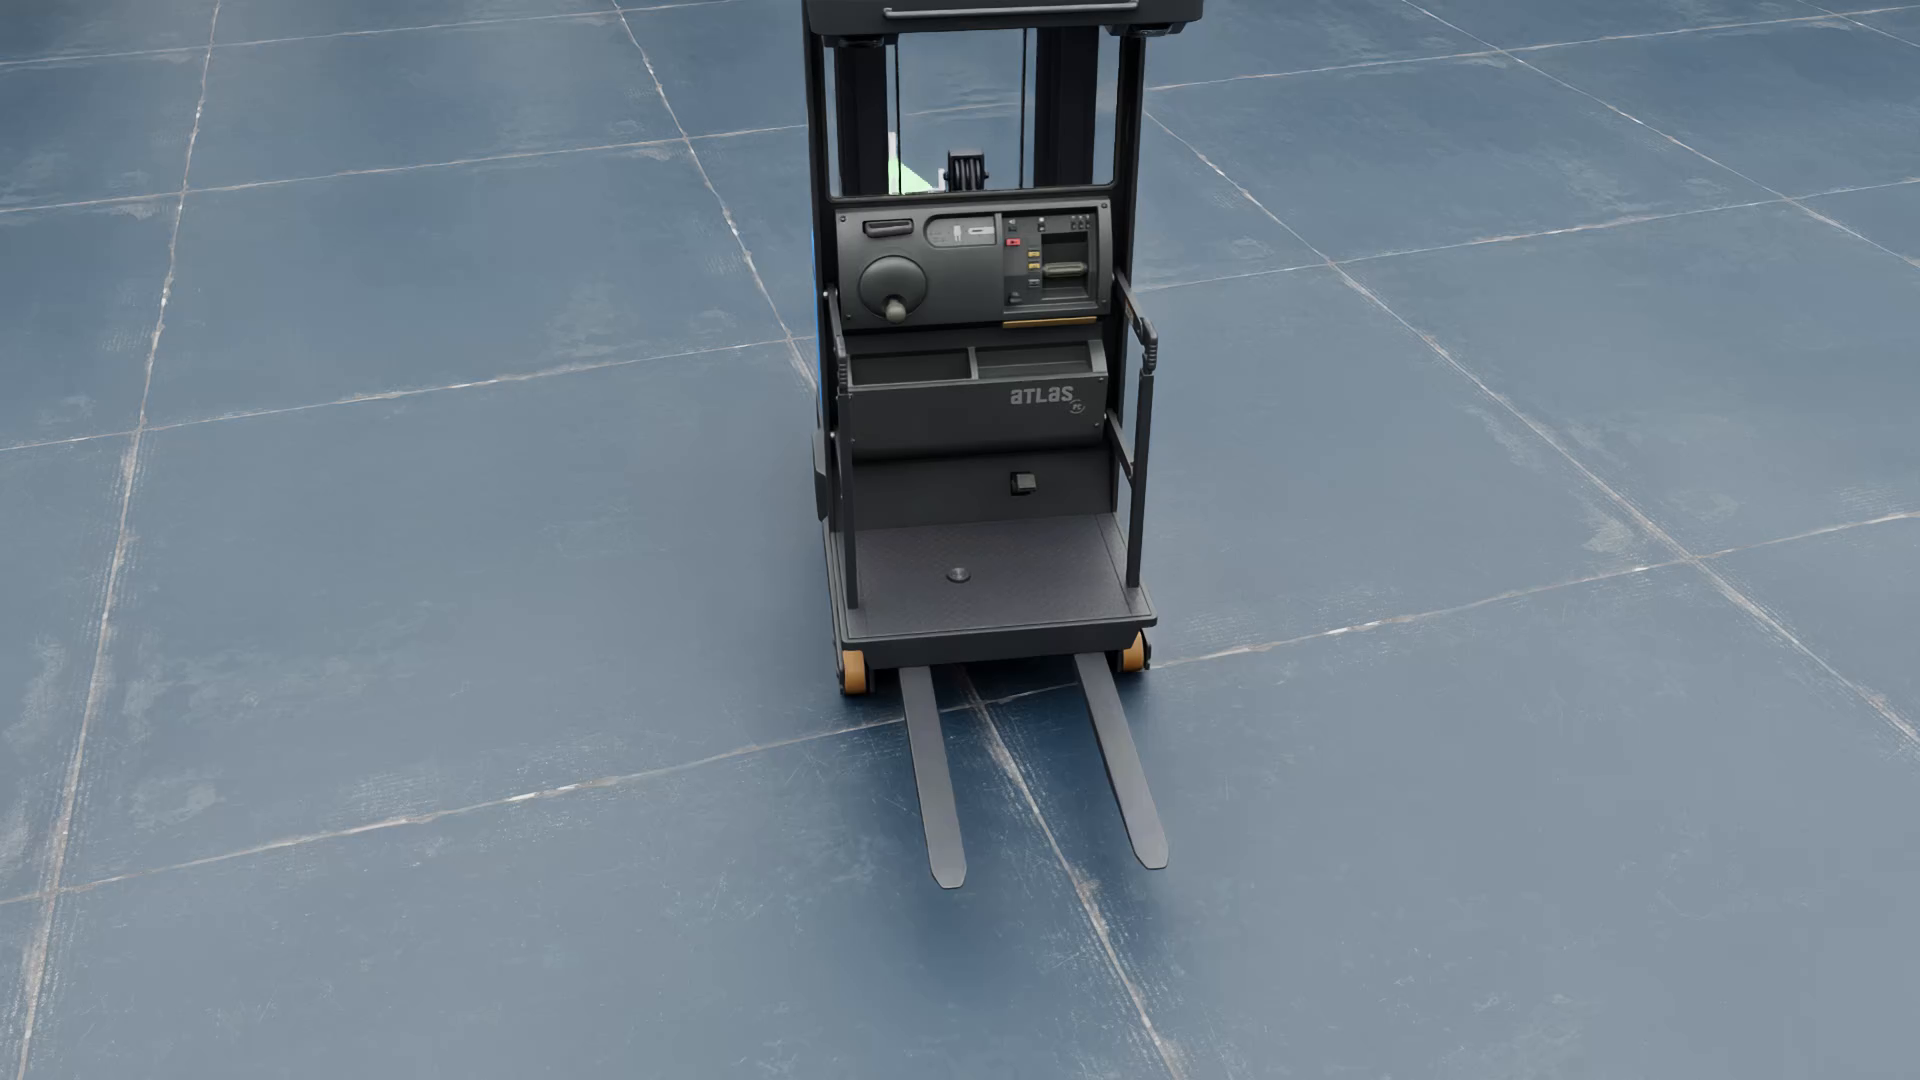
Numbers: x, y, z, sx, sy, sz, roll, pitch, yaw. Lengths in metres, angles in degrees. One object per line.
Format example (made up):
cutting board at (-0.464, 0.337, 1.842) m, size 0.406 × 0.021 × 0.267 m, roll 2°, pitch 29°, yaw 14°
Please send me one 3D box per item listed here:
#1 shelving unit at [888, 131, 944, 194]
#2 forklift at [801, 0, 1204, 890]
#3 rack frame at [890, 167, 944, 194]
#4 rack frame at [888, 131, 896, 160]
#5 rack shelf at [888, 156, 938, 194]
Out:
shelving unit at (-0.285, -1.139, 7.383) m, size 0.258 × 1.200 × 0.503 m, roll -15°, pitch 36°, yaw -22°
forklift at (0.082, -0.878, 5.421) m, size 1.130 × 2.935 × 3.031 m, roll -4°, pitch 34°, yaw -6°
rack frame at (-0.176, -1.019, 7.201) m, size 0.240 × 1.200 × 0.015 m, roll -15°, pitch 36°, yaw -22°
rack frame at (-0.394, -1.259, 7.566) m, size 0.240 × 1.200 × 0.015 m, roll -15°, pitch 36°, yaw -22°
rack shelf at (-0.284, -1.487, 7.155) m, size 0.258 × 0.148 × 0.480 m, roll -15°, pitch 36°, yaw -22°
